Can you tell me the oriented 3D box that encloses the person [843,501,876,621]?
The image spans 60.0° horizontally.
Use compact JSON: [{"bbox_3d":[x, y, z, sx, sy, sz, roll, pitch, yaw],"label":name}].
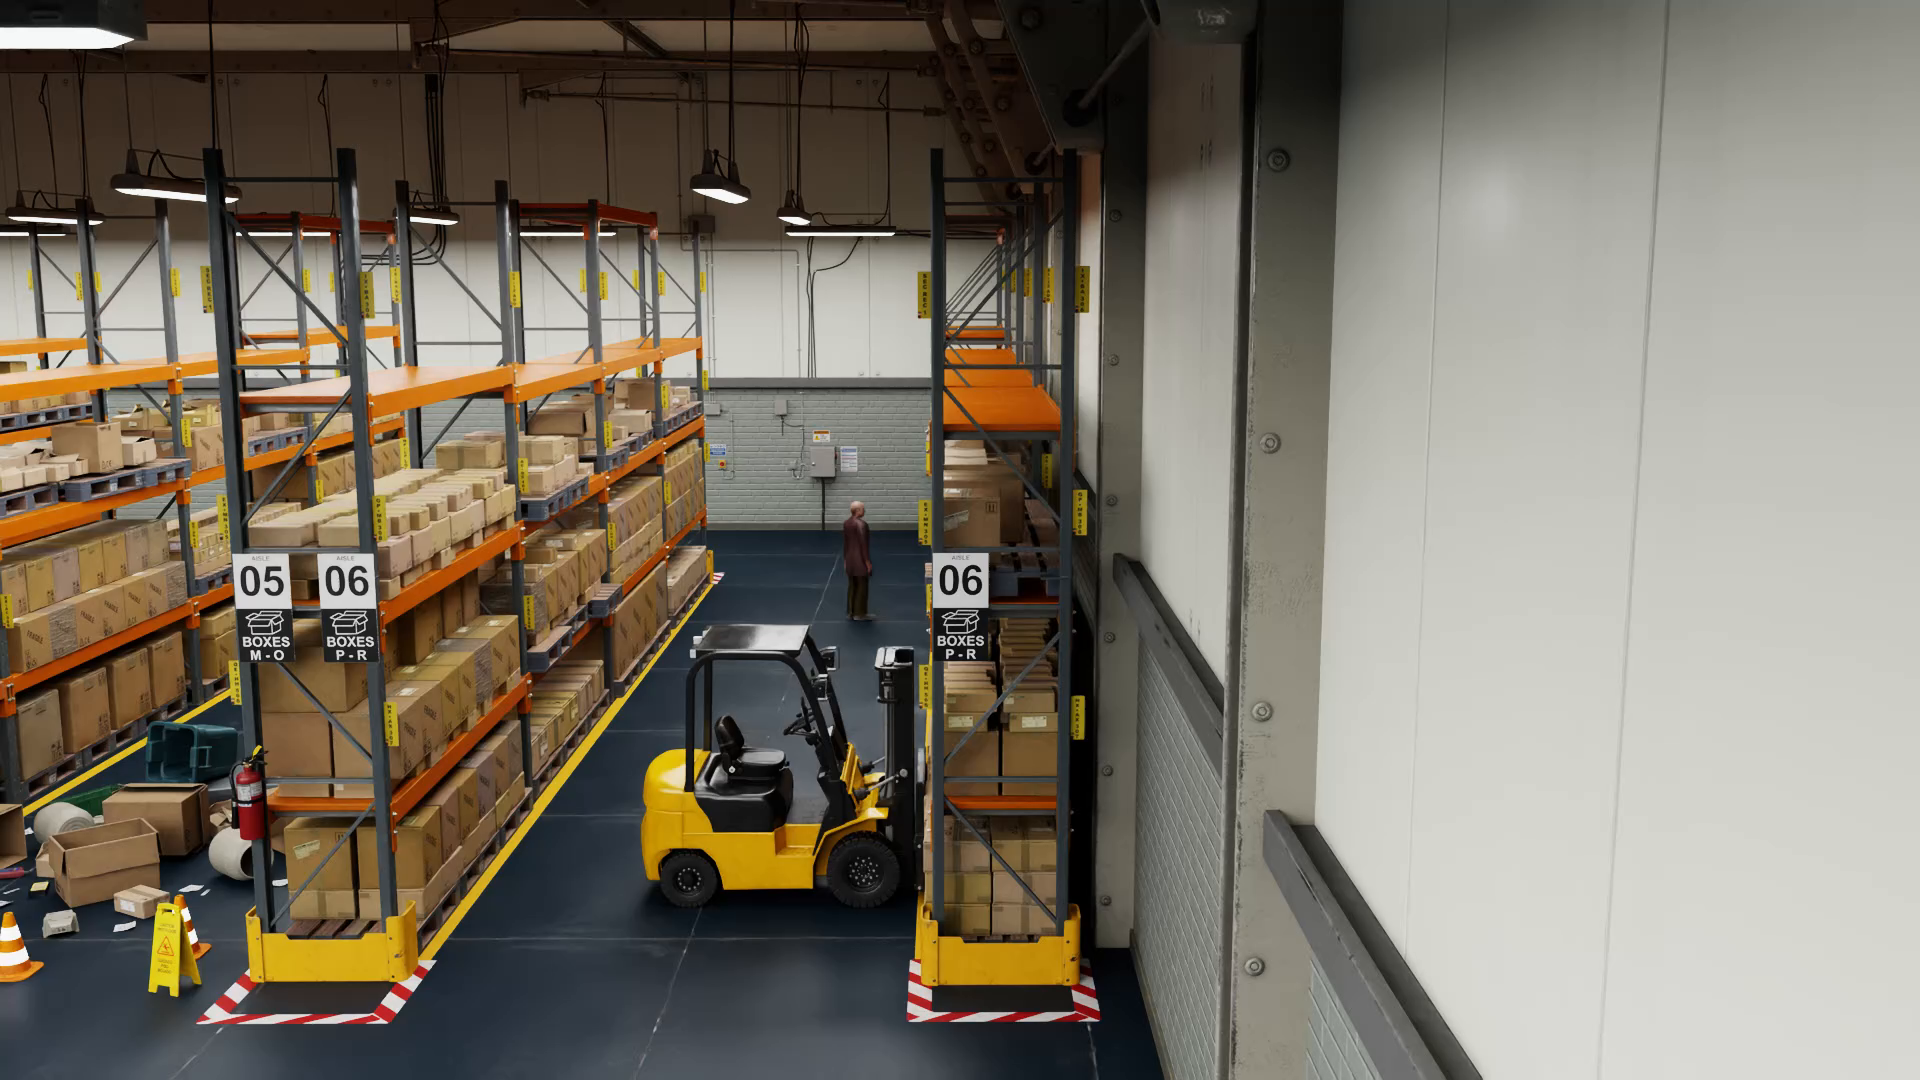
[{"bbox_3d":[-1.520,0.306,24.901,0.405,1.777,0.669,-7,11,-36],"label":"person"}]
